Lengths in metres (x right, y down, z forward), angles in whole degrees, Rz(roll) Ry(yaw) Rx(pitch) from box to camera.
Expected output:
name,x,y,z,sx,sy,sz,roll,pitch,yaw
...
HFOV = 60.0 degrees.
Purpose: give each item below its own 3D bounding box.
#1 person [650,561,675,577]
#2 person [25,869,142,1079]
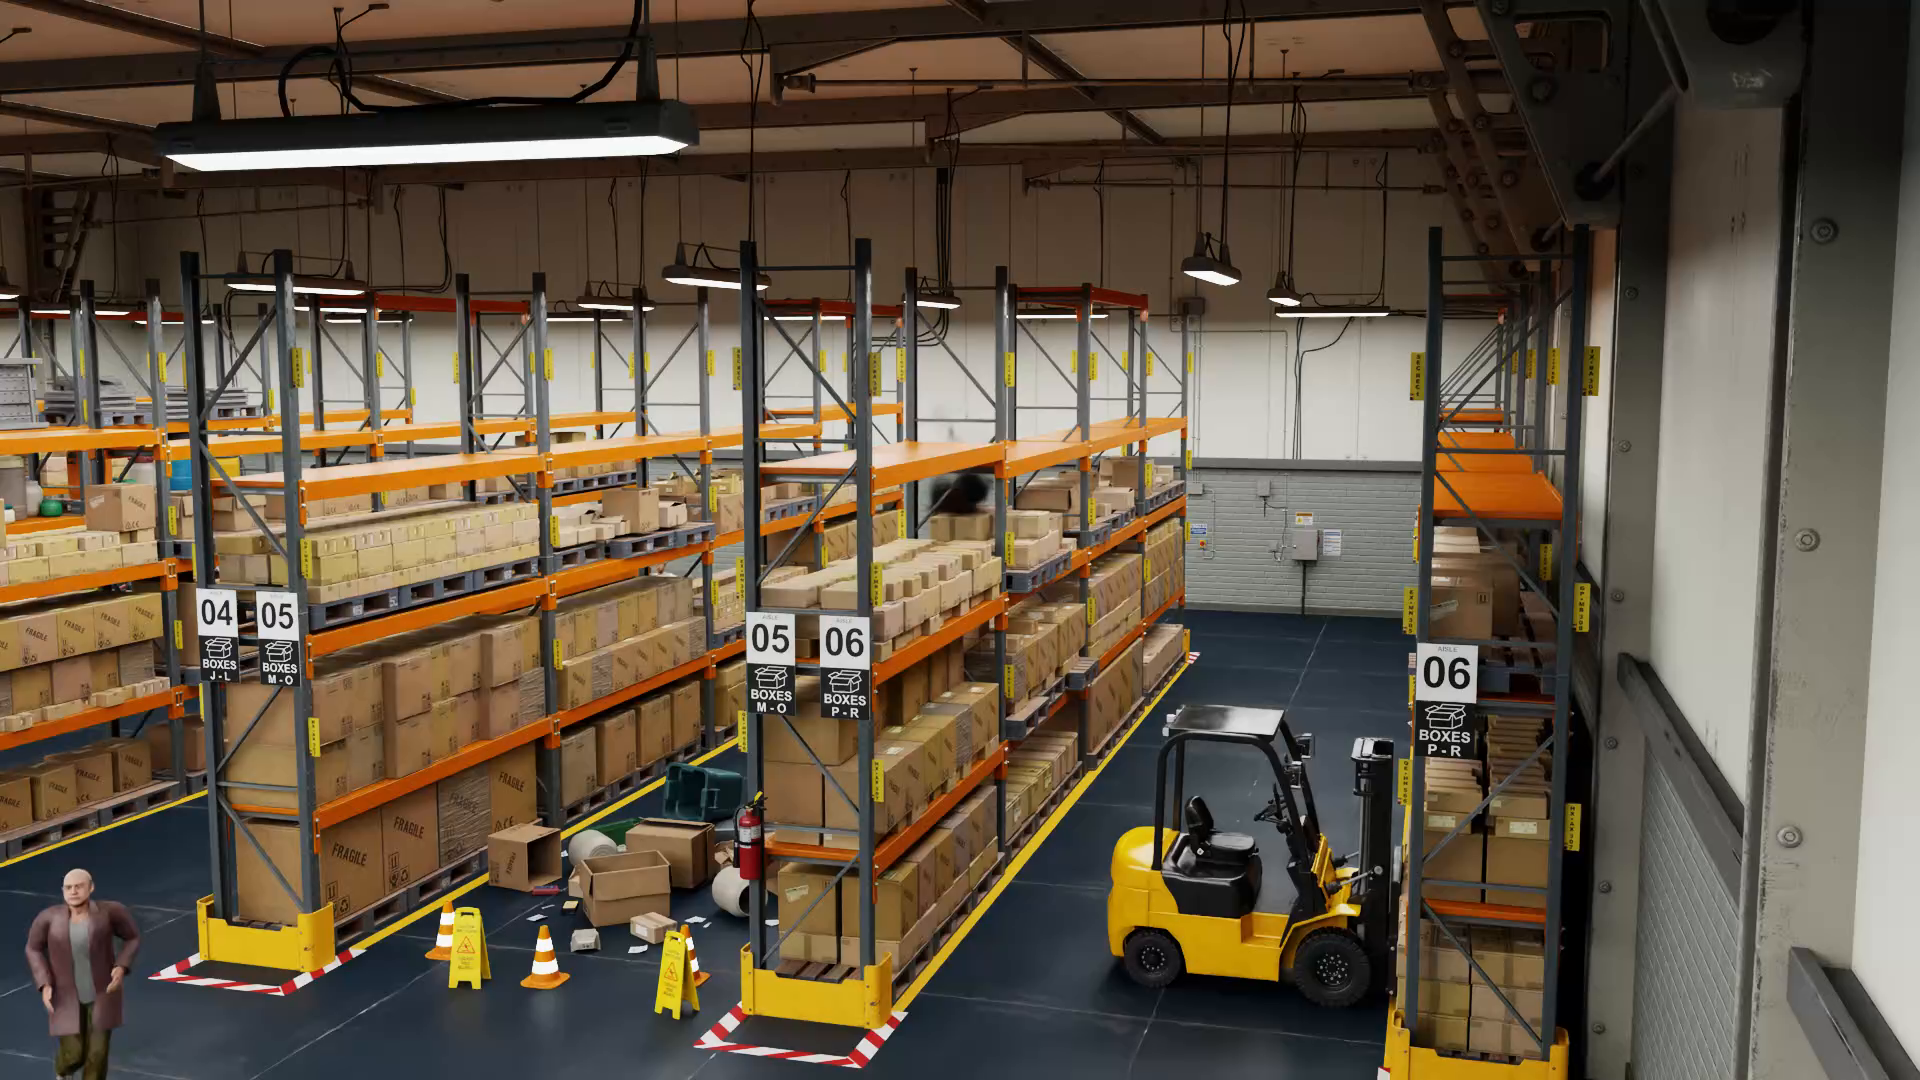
name,x,y,z,sx,sy,sz,roll,pitch,yaw
person,-5.092,1.124,28.417,0.606,1.703,0.928,1,7,13
person,-5.886,3.059,11.211,0.704,1.750,0.685,-3,7,-27
